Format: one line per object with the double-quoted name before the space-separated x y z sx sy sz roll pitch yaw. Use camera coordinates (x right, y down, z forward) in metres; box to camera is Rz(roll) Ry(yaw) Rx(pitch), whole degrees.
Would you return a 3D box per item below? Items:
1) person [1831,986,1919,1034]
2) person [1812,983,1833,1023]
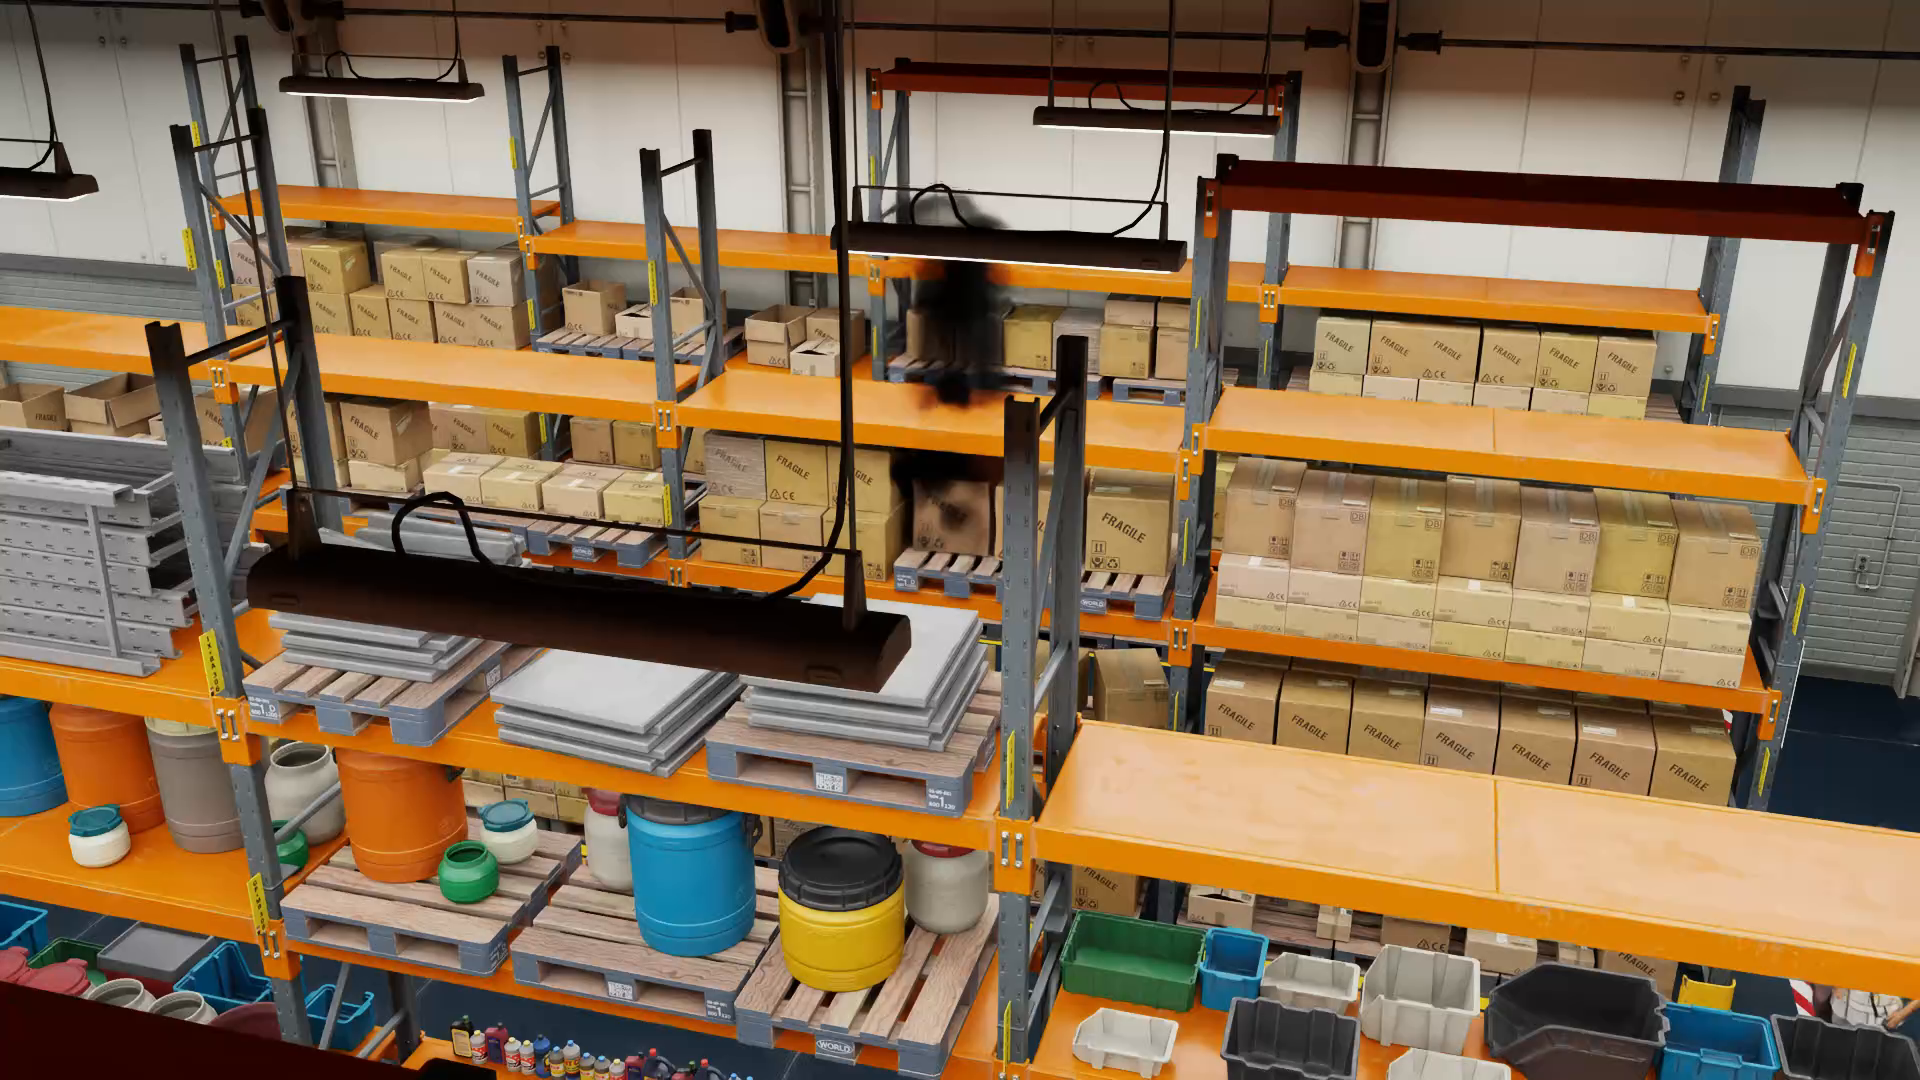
"person" 5.961 3.163 11.020 0.942 1.666 0.631 -8 24 -19
"person" 6.309 2.883 11.682 0.569 1.692 0.673 -19 29 -38
